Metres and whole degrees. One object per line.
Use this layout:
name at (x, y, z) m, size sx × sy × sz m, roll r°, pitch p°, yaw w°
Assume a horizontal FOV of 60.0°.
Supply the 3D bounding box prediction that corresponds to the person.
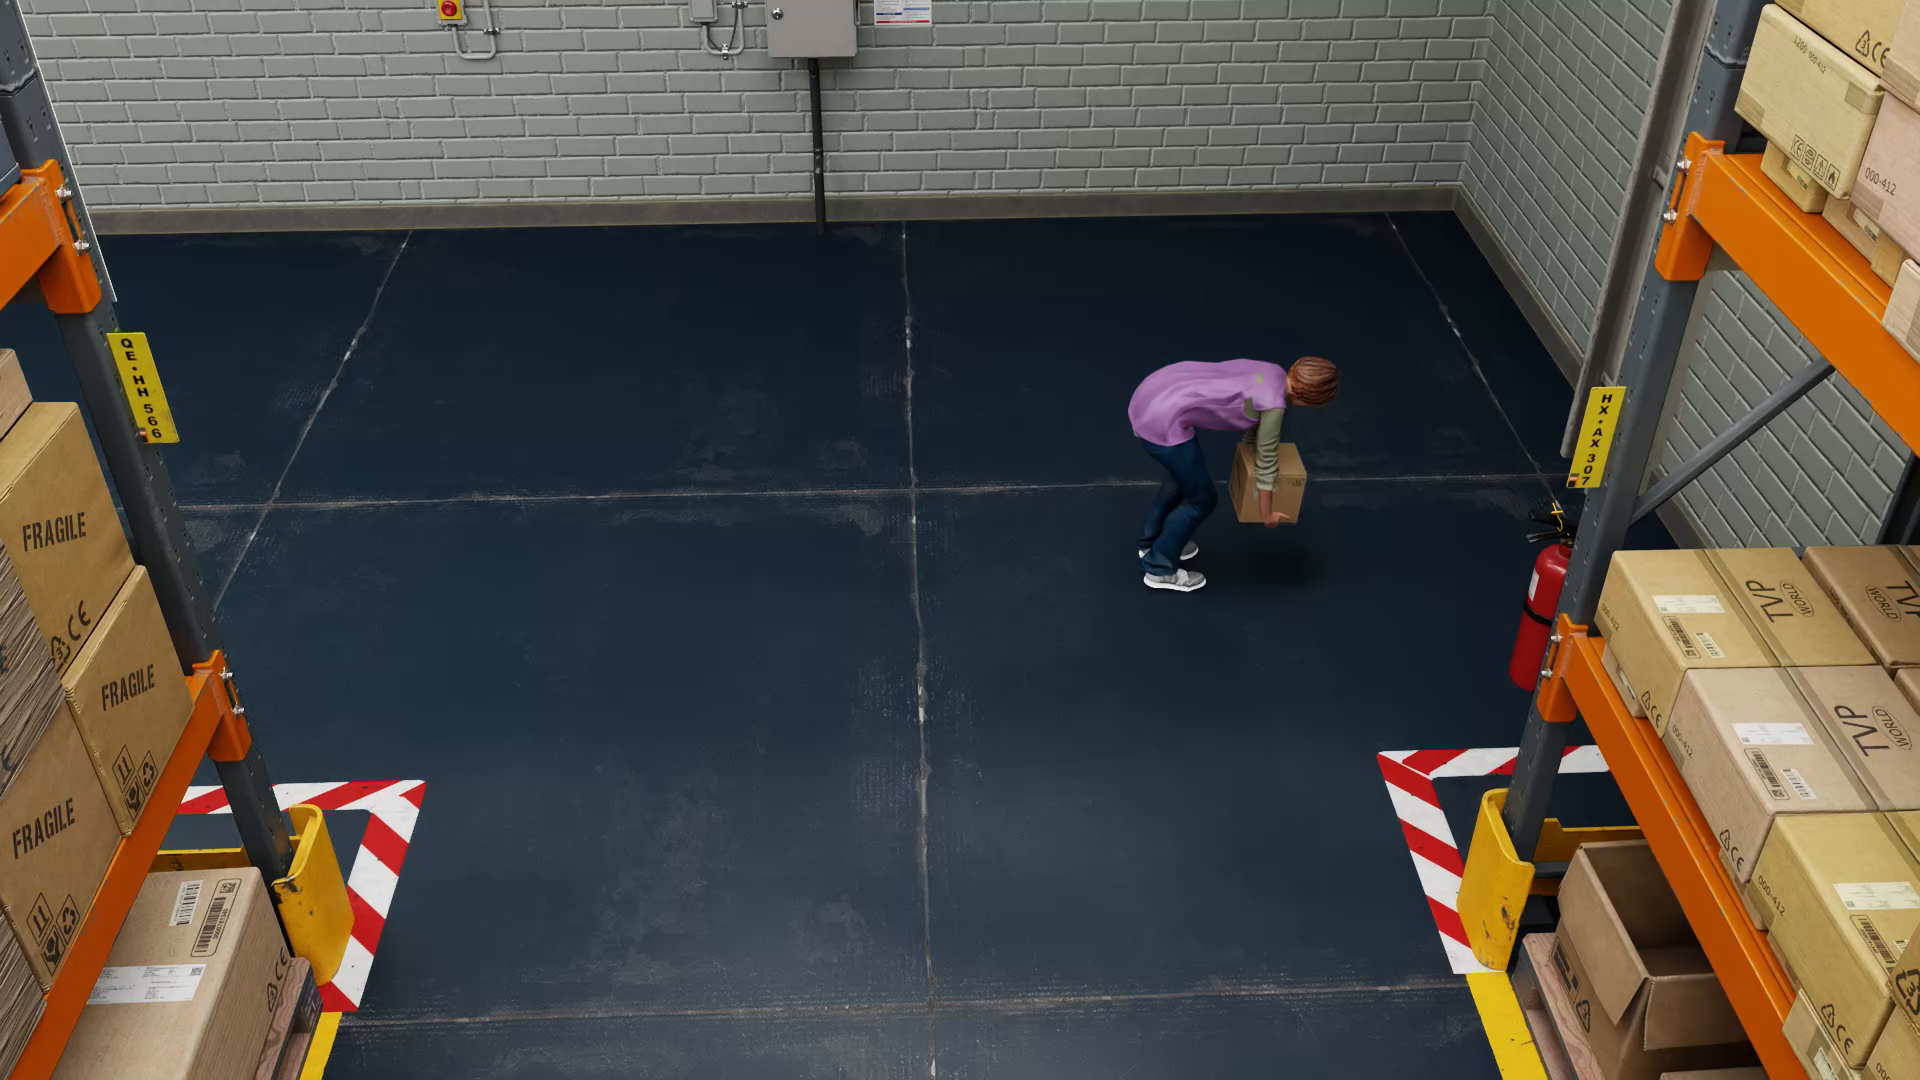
person at (1.127, -0.296, 7.040) m, size 0.864 × 1.047 × 0.390 m, roll -3°, pitch 36°, yaw -4°
